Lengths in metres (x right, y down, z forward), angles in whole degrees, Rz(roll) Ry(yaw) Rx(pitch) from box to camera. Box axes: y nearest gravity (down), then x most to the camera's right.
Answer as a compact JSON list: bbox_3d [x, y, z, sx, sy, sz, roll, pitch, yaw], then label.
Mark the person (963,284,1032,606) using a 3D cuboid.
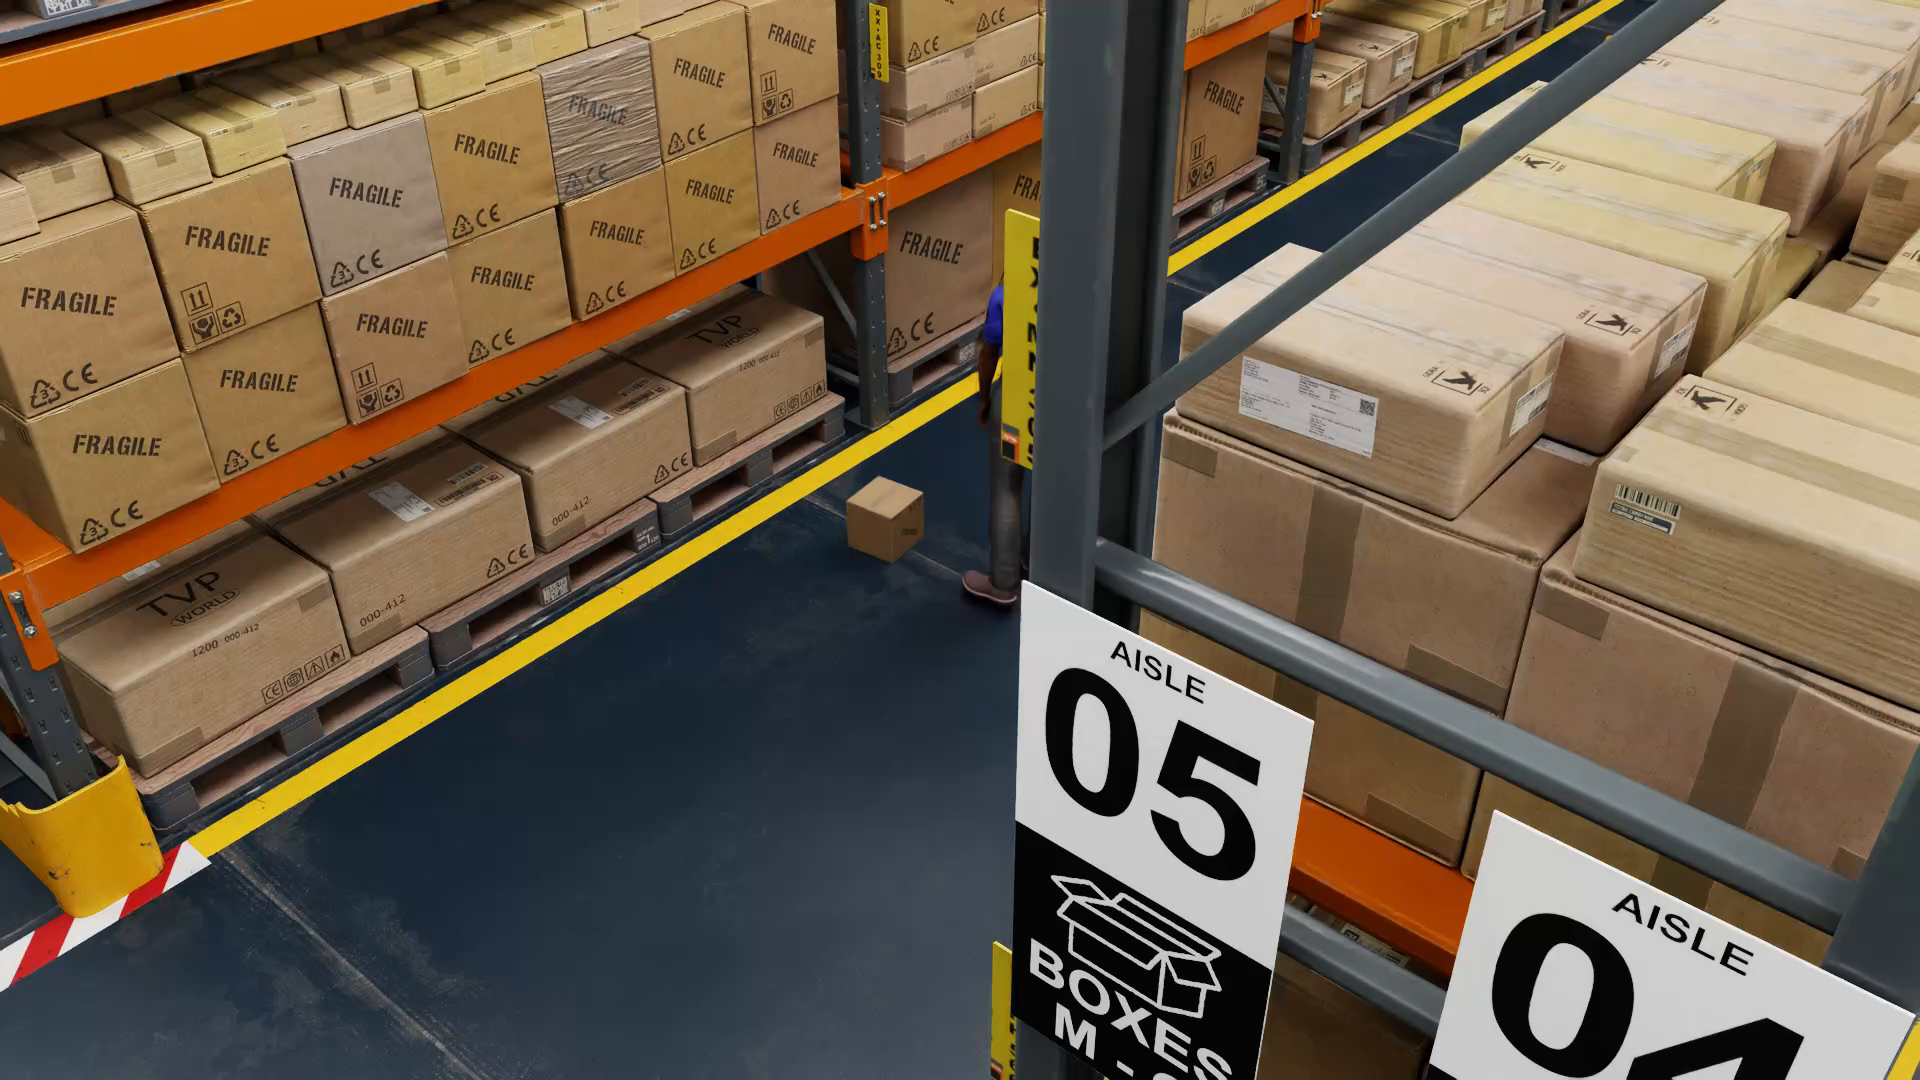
[{"bbox_3d":[0.296,-0.503,6.870,0.526,1.647,0.581,7,36,9],"label":"person"}]
